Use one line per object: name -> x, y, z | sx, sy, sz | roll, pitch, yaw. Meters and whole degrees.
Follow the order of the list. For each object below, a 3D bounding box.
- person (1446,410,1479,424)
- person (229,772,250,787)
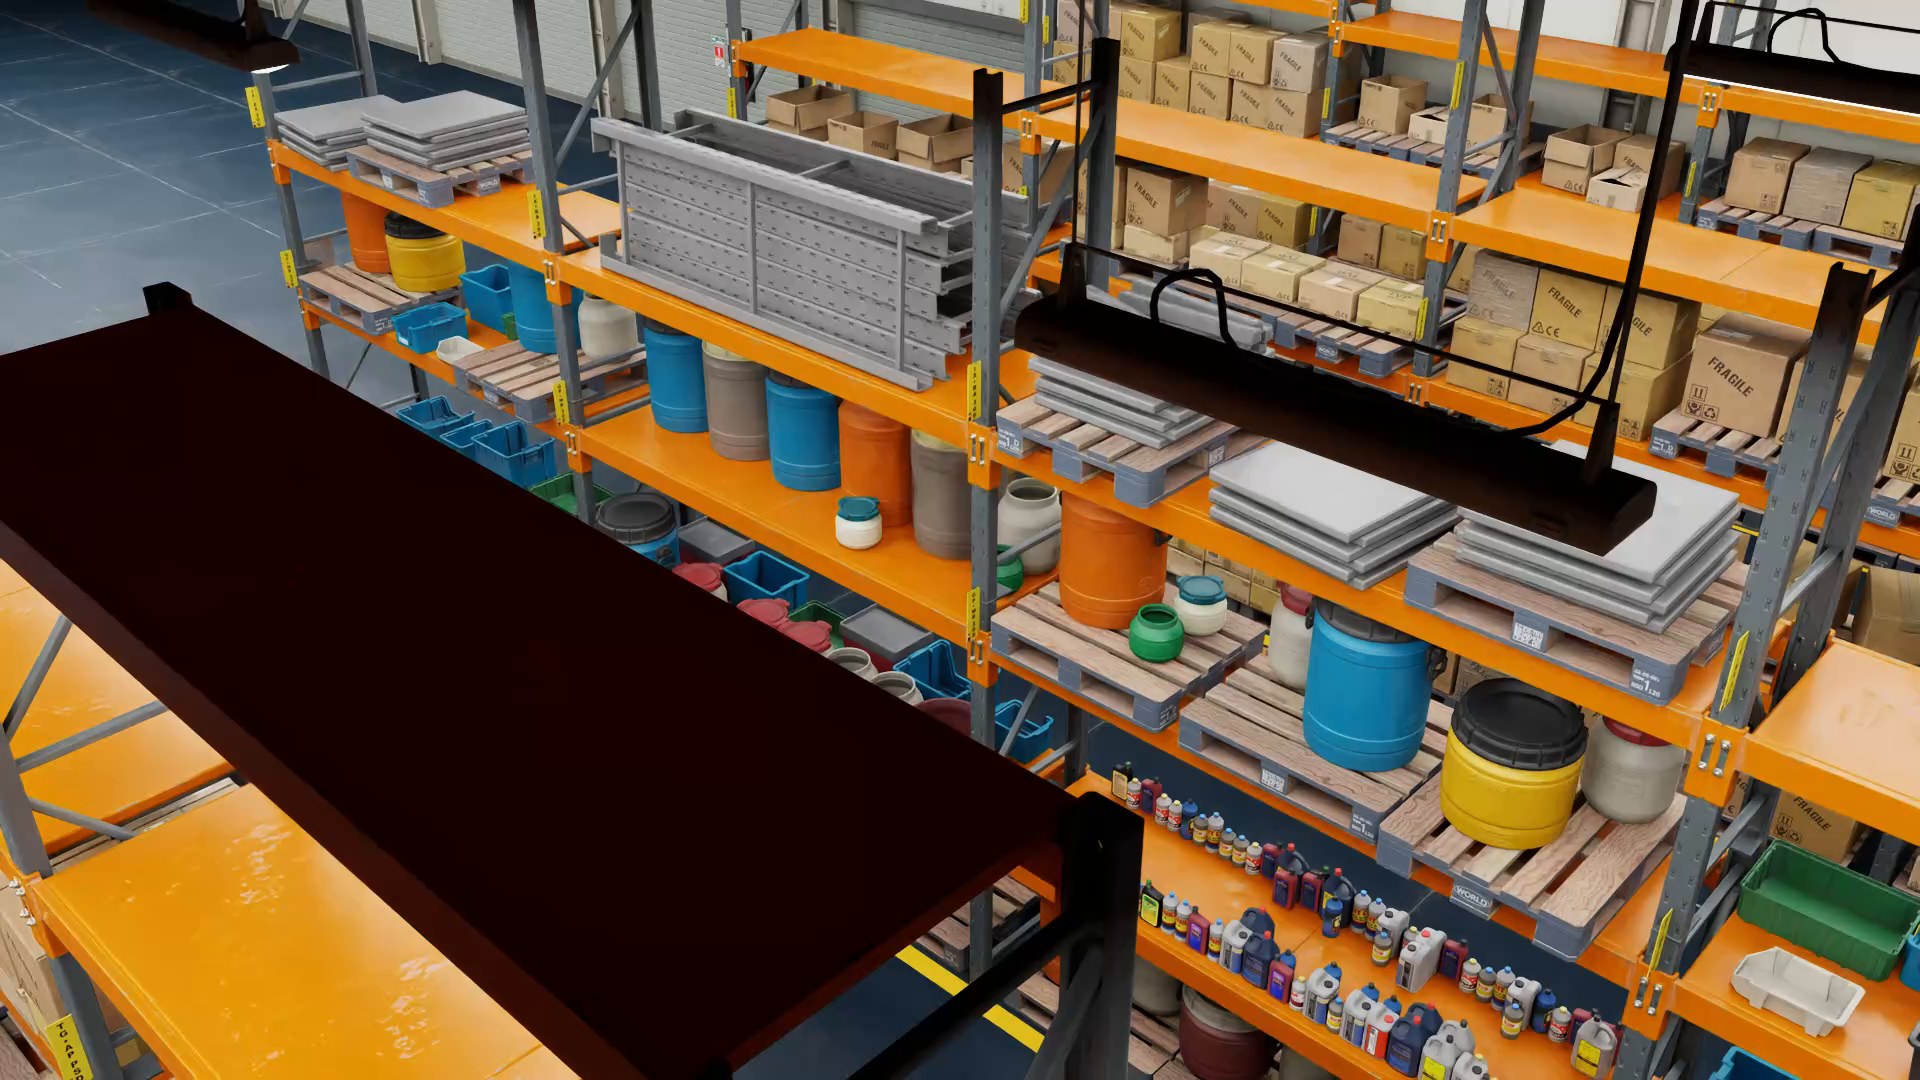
person -> 4.978, -1.263, 16.830 | 0.744, 1.674, 0.481 | 9, 31, 16
person -> -5.205, 1.546, 11.777 | 0.596, 1.701, 0.650 | -15, 33, -25
